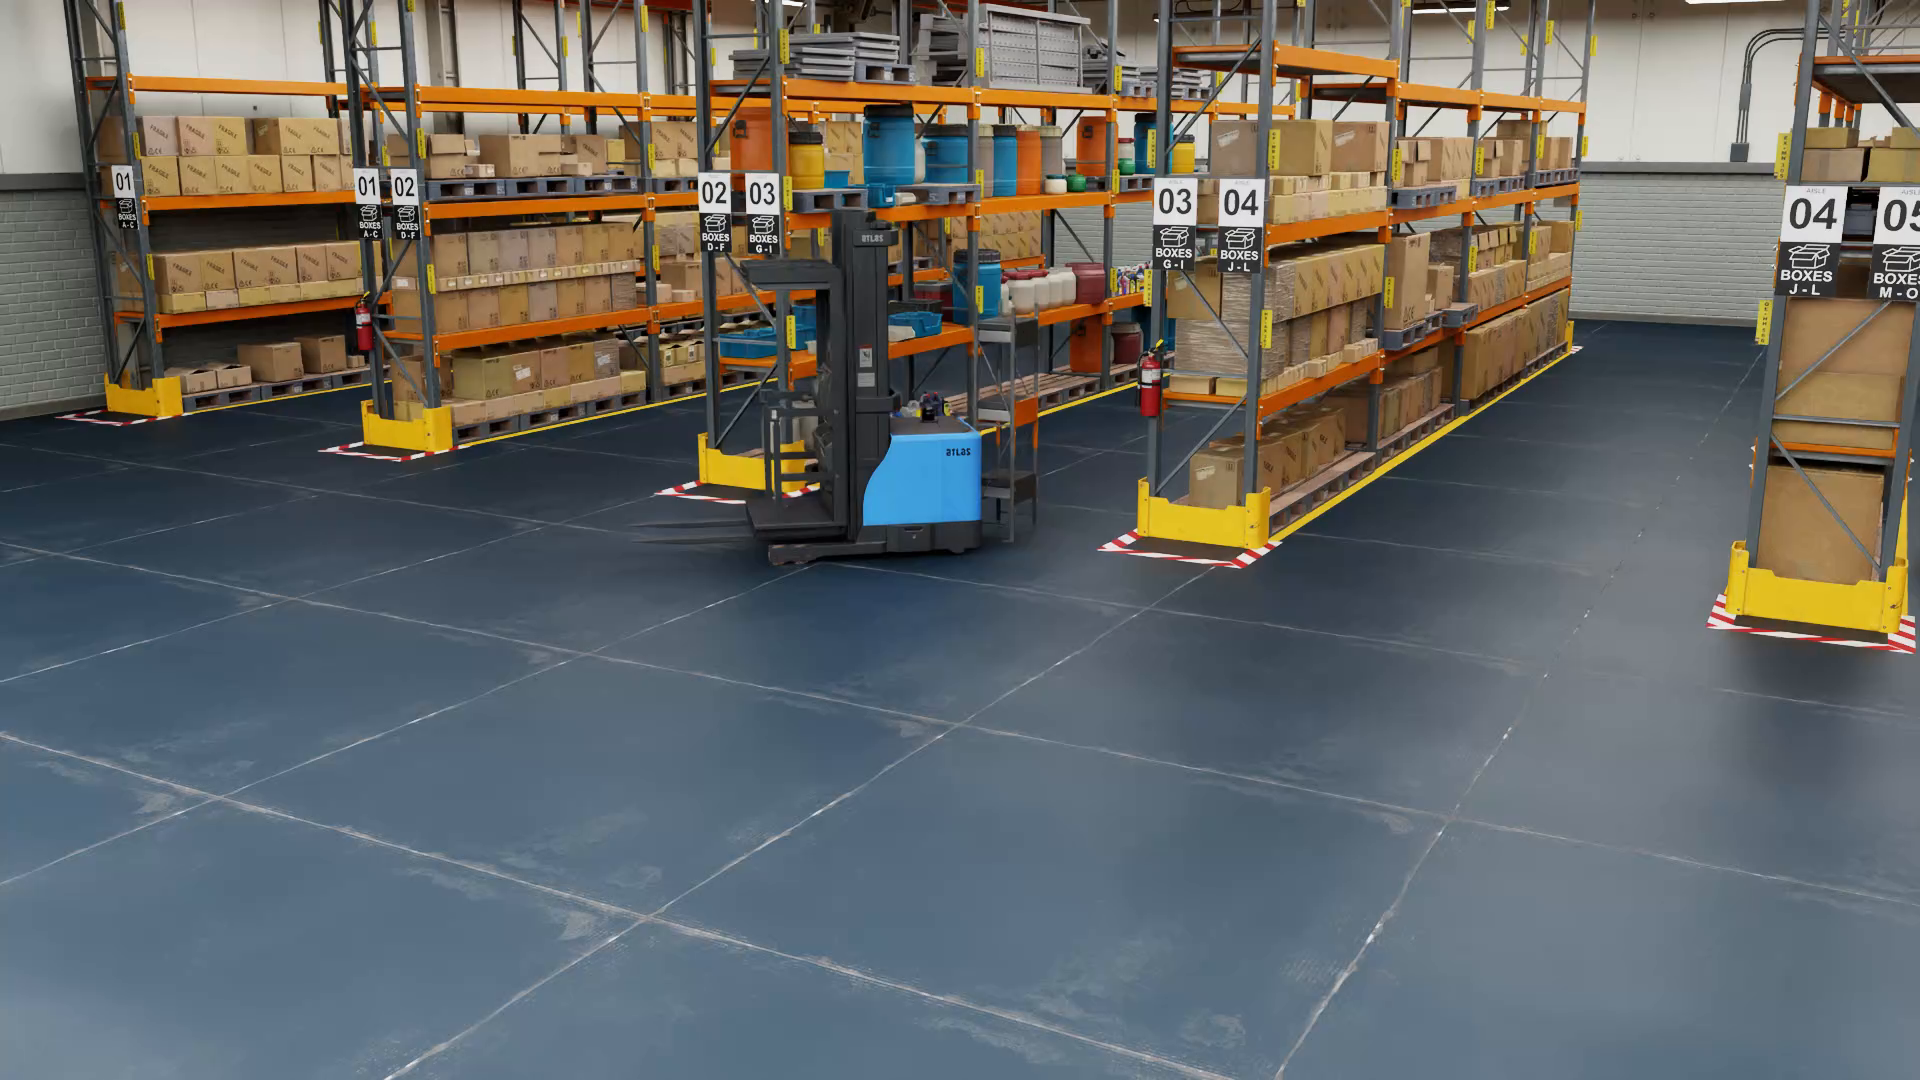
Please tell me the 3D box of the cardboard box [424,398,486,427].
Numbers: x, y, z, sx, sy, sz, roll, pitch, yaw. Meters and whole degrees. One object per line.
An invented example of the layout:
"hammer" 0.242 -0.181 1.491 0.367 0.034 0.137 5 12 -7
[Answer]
"cardboard box" -6.057 -1.532 19.960 0.500 0.250 0.500 7 15 28

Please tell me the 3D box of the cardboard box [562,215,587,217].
"cardboard box" -6.736 -5.578 29.278 0.500 0.250 0.500 7 15 26

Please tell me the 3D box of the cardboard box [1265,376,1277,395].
"cardboard box" 2.643 -1.415 15.040 0.380 0.149 0.250 7 15 28

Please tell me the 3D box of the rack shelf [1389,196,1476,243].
"rack shelf" 5.059 -3.796 19.515 1.077 0.370 4.000 7 15 28

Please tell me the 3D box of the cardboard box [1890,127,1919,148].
"cardboard box" 6.892 -2.883 11.917 0.380 0.149 0.250 8 15 29

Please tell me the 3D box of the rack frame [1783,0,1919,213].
"rack frame" 6.452 -3.791 11.556 1.000 3.000 0.127 7 15 28

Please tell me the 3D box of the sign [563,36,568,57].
"sign" -6.502 -8.131 27.399 0.100 0.325 0.005 7 15 28

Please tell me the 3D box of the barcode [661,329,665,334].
"barcode" -4.090 -2.871 22.889 0.001 0.075 0.075 7 15 28

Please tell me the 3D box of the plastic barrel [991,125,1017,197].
"plastic barrel" 0.445 -4.938 21.646 0.600 0.901 0.708 7 15 28

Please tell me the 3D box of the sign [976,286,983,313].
"sign" 0.233 -2.909 20.108 0.100 0.325 0.005 7 15 28

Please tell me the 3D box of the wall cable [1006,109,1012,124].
"wall cable" -0.068 -8.950 39.582 3.097 2.526 0.112 7 15 28

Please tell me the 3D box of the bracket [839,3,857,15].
"bracket" -2.456 -11.616 36.335 0.235 0.232 0.430 7 15 28

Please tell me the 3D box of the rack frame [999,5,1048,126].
"rack frame" 1.224 -8.779 32.248 1.000 3.000 0.127 7 15 28

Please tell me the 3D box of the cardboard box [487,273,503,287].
"cardboard box" -5.762 -3.157 20.131 0.380 0.149 0.250 7 15 27

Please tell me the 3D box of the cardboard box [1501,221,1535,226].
"cardboard box" 9.184 -5.005 27.480 0.500 0.500 0.500 7 15 27

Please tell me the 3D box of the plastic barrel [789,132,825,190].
"plastic barrel" -1.737 -4.020 17.611 0.600 0.588 0.600 0 14 0

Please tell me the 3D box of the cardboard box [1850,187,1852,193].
"cardboard box" 7.667 -3.143 14.697 0.380 0.149 0.250 7 15 28

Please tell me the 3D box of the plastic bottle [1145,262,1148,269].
"plastic bottle" 3.009 -4.369 27.005 0.061 0.283 0.133 7 15 28

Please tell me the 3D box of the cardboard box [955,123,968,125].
"cardboard box" -0.143 -7.225 29.857 0.700 0.500 0.500 7 15 28

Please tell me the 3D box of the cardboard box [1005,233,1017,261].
"cardboard box" 0.752 -5.580 31.565 0.500 0.500 0.500 8 15 28

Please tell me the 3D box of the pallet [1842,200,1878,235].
"pallet" 6.801 -2.443 12.554 1.003 0.211 1.213 7 15 28

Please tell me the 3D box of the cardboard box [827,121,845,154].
"cardboard box" -2.181 -6.408 26.465 0.500 0.500 0.500 7 15 28

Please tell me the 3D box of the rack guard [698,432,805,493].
"rack guard" -2.181 -0.824 17.384 1.175 0.500 0.348 7 15 28

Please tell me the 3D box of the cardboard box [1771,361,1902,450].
"cardboard box" 6.592 -1.028 12.579 0.875 0.550 0.550 7 15 28

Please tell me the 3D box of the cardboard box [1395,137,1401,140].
"cardboard box" 5.089 -4.573 19.922 0.500 0.500 0.500 7 15 26

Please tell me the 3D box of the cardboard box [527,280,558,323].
"cardboard box" -5.528 -3.041 21.033 0.700 0.500 0.500 8 16 30

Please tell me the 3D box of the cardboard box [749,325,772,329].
"cardboard box" -2.927 -3.119 25.344 0.500 0.311 0.500 7 15 27

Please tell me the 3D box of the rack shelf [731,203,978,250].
"rack shelf" -1.210 -3.537 18.439 1.077 0.370 4.000 7 15 28

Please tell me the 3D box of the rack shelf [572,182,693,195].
"rack shelf" -6.015 -6.301 29.903 1.077 0.370 4.000 7 15 28

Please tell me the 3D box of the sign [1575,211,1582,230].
"sign" 10.362 -5.353 27.862 0.100 0.325 0.005 7 15 28

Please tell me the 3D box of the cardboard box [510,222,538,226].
"cardboard box" -7.265 -5.218 27.740 0.380 0.149 0.250 5 14 19

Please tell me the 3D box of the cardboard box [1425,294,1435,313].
"cardboard box" 5.457 -2.864 19.905 0.396 0.266 0.258 7 15 26

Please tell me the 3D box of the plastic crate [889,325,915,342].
"plastic crate" -0.806 -2.349 18.938 0.530 0.136 0.437 7 15 28

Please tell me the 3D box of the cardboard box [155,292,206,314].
"cardboard box" -10.336 -3.141 21.941 0.500 0.250 0.500 7 15 26

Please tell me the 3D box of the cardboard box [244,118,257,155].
"cardboard box" -10.108 -5.575 22.970 0.500 0.500 0.500 7 15 28

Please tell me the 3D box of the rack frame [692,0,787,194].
"rack frame" -2.177 -4.934 16.301 1.000 3.000 0.127 7 15 28

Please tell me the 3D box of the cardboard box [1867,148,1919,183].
"cardboard box" 6.910 -2.727 12.120 0.500 0.250 0.500 7 15 28

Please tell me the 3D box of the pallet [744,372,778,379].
"pallet" -3.076 -2.701 25.788 1.003 0.211 1.213 7 15 28

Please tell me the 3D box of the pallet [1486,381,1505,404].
"pallet" 7.064 -2.145 23.481 1.003 0.211 1.213 7 15 28

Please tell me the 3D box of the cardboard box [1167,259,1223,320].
"cardboard box" 2.208 -2.277 15.097 0.500 0.500 0.500 7 15 28

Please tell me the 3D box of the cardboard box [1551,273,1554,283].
"cardboard box" 9.271 -4.193 26.563 0.380 0.149 0.250 8 16 29

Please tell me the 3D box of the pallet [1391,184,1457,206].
"pallet" 4.983 -3.972 19.110 1.213 0.211 1.003 7 15 28

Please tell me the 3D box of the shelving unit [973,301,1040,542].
"shelving unit" 0.413 -1.073 15.002 0.431 2.100 0.503 7 15 27

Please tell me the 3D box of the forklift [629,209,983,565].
"forklift" -1.372 -1.344 14.353 3.031 2.935 1.130 -3 14 -11

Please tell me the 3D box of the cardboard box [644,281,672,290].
"cardboard box" -4.313 -3.537 23.589 0.396 0.266 0.258 7 15 27

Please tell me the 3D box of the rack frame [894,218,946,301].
"rack frame" -0.710 -5.042 29.547 1.000 3.000 0.127 7 15 28

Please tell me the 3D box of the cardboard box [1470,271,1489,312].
"cardboard box" 6.747 -3.322 22.198 0.500 0.500 0.500 7 15 27

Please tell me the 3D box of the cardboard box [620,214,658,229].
"cardboard box" -5.798 -5.732 29.919 0.500 0.250 0.500 7 15 27

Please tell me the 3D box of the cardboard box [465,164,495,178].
"cardboard box" -5.788 -4.410 19.866 0.380 0.149 0.250 7 15 28

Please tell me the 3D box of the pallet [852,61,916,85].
"pallet" -1.206 -5.045 18.017 1.003 0.211 1.213 7 15 28

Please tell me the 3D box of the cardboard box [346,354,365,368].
"cardboard box" -9.148 -2.684 24.875 0.380 0.166 0.250 5 15 21

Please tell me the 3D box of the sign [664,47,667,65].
"sign" -5.522 -9.118 31.323 0.100 0.325 0.005 7 15 28

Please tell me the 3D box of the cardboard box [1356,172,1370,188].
"cardboard box" 3.934 -3.651 16.849 0.380 0.149 0.250 7 15 25
